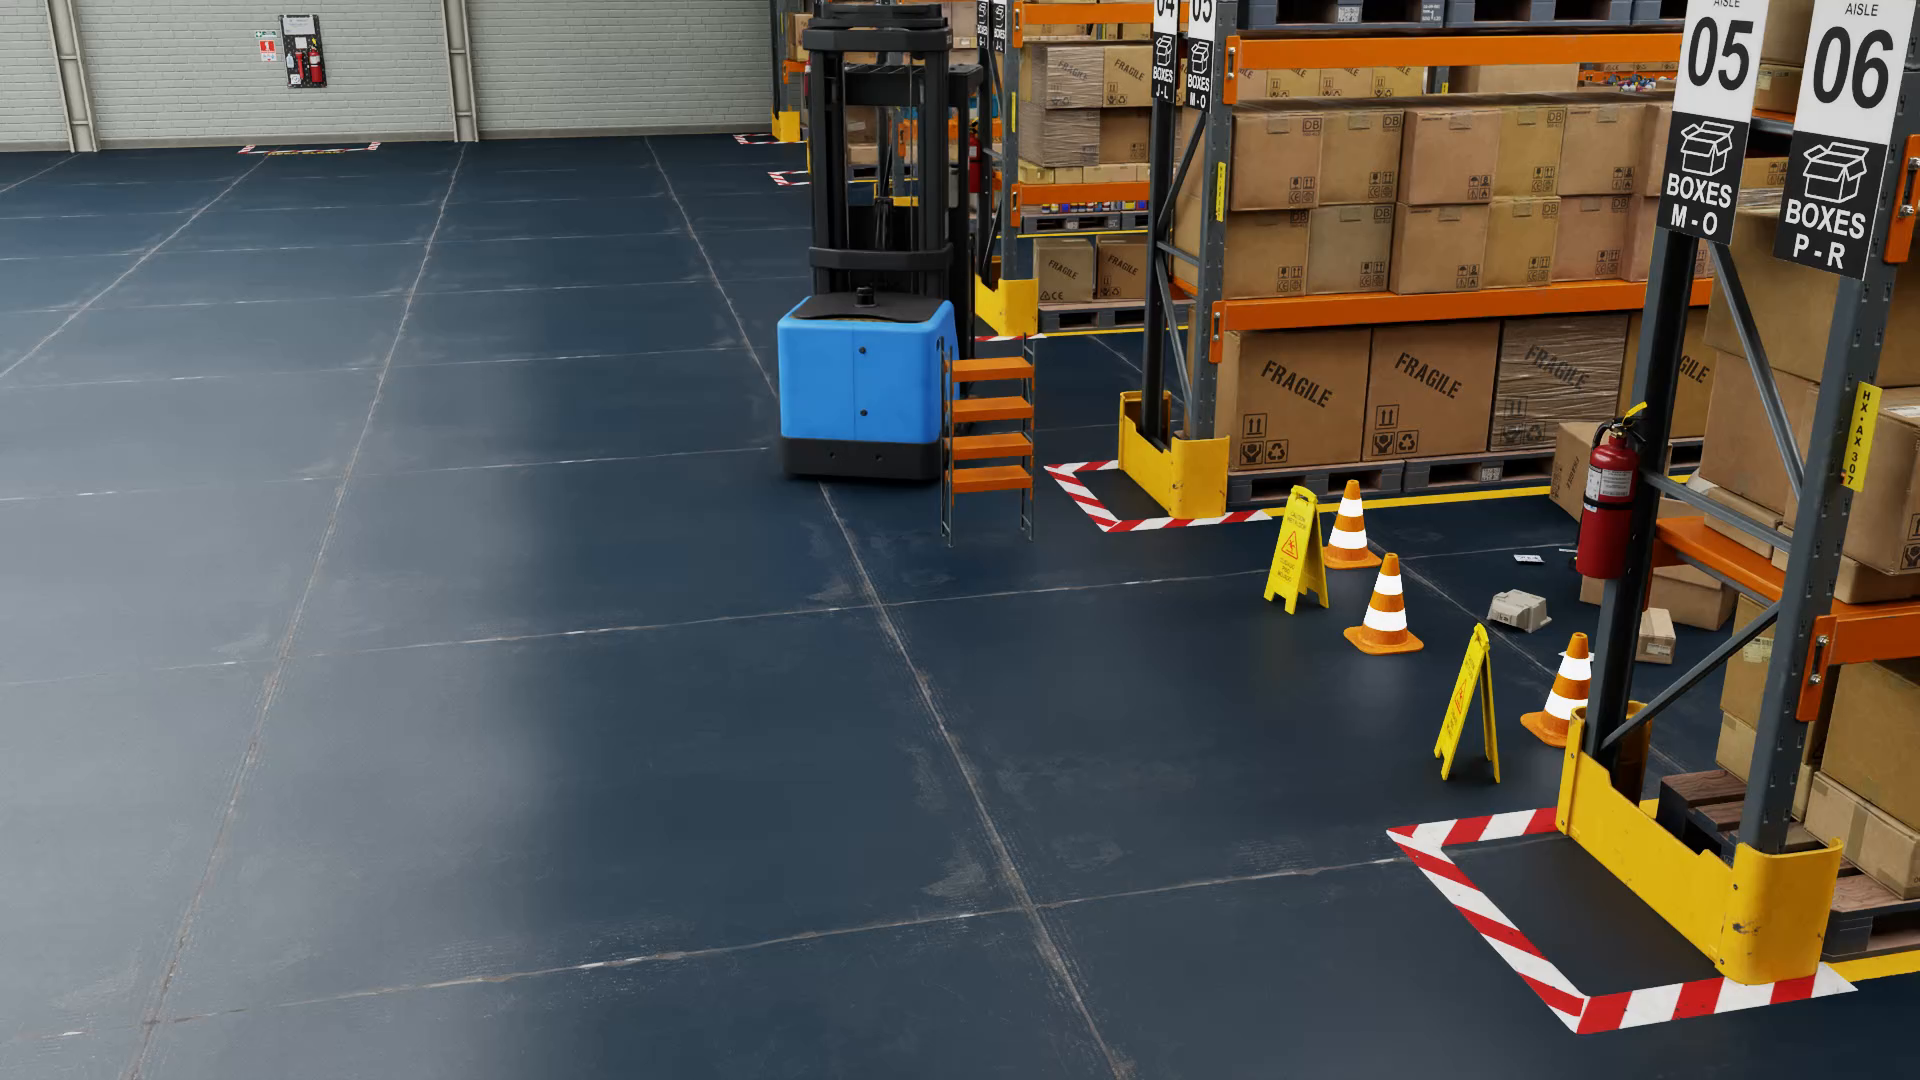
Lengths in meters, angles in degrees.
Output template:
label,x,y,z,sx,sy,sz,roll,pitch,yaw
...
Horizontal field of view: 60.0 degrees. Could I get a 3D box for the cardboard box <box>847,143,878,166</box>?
label,x,y,z,sx,sy,sz,roll,pitch,yaw
cardboard box,-1.375,-5.596,24.117,0.500,0.250,0.500,-5,21,-12

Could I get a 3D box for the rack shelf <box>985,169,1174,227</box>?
label,x,y,z,sx,sy,sz,roll,pitch,yaw
rack shelf,2.274,-3.226,15.307,4.000,0.370,1.077,-5,21,-12

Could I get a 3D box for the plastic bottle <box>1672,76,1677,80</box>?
label,x,y,z,sx,sy,sz,roll,pitch,yaw
plastic bottle,9.427,-5.973,21.939,0.135,0.276,0.152,-5,21,-12

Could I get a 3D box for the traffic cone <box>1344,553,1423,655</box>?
label,x,y,z,sx,sy,sz,roll,pitch,yaw
traffic cone,2.144,0.292,8.344,0.334,0.463,0.336,-5,21,-12

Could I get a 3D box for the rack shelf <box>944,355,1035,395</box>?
label,x,y,z,sx,sy,sz,roll,pitch,yaw
rack shelf,0.161,-0.945,9.509,0.480,0.148,0.258,-5,21,-12

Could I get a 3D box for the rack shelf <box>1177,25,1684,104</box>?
label,x,y,z,sx,sy,sz,roll,pitch,yaw
rack shelf,3.317,-2.966,10.237,4.000,0.370,1.077,-5,21,-12

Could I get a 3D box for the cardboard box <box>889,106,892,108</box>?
label,x,y,z,sx,sy,sz,roll,pitch,yaw
cardboard box,-1.117,-7.524,28.987,0.500,0.500,0.700,-6,21,-16

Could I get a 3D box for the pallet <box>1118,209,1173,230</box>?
label,x,y,z,sx,sy,sz,roll,pitch,yaw
pallet,2.418,-4.032,20.514,1.213,0.211,1.003,-5,21,-12

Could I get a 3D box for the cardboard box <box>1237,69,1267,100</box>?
label,x,y,z,sx,sy,sz,roll,pitch,yaw
cardboard box,2.386,-4.133,14.705,0.500,0.500,0.500,-5,21,-12

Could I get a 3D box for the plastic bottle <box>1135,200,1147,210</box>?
label,x,y,z,sx,sy,sz,roll,pitch,yaw
plastic bottle,2.185,-4.122,20.016,0.133,0.283,0.061,-3,20,-9

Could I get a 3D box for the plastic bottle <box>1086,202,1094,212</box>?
label,x,y,z,sx,sy,sz,roll,pitch,yaw
plastic bottle,1.552,-4.038,19.907,0.097,0.201,0.097,0,20,0

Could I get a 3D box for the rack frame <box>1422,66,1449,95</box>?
label,x,y,z,sx,sy,sz,roll,pitch,yaw
rack frame,4.221,-3.722,15.615,0.127,3.000,1.000,-5,21,-12

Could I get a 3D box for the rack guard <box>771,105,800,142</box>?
label,x,y,z,sx,sy,sz,roll,pitch,yaw
rack guard,-3.018,-7.212,28.776,0.348,0.500,1.175,-5,21,-12

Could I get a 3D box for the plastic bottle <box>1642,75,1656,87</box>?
label,x,y,z,sx,sy,sz,roll,pitch,yaw
plastic bottle,8.809,-5.761,21.253,0.185,0.351,0.144,-5,21,-12

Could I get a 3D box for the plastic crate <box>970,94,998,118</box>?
label,x,y,z,sx,sy,sz,roll,pitch,yaw
plastic crate,0.240,-5.183,19.819,0.408,0.251,0.499,-5,21,-12

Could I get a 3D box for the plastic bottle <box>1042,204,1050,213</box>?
label,x,y,z,sx,sy,sz,roll,pitch,yaw
plastic bottle,1.024,-4.028,19.778,0.097,0.271,0.097,0,20,0

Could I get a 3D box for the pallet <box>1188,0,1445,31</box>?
label,x,y,z,sx,sy,sz,roll,pitch,yaw
pallet,2.090,-3.167,9.866,1.213,0.211,1.003,-5,21,-12

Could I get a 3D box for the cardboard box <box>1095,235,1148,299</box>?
label,x,y,z,sx,sy,sz,roll,pitch,yaw
cardboard box,1.513,-2.532,15.389,0.500,0.500,0.500,1,20,2

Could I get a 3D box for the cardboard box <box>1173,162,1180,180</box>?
label,x,y,z,sx,sy,sz,roll,pitch,yaw
cardboard box,1.875,-3.332,14.914,0.250,0.149,0.380,-5,21,-12

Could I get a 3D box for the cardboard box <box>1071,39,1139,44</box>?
label,x,y,z,sx,sy,sz,roll,pitch,yaw
cardboard box,1.292,-4.230,14.969,0.500,0.500,0.500,-5,21,-12

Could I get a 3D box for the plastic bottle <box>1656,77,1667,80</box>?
label,x,y,z,sx,sy,sz,roll,pitch,yaw
plastic bottle,9.201,-5.954,21.889,0.135,0.276,0.152,-5,21,-12

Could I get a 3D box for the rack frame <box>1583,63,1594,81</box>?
label,x,y,z,sx,sy,sz,roll,pitch,yaw
rack frame,9.730,-7.672,26.397,0.127,3.000,1.000,-5,21,-12

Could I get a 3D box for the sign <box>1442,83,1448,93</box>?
label,x,y,z,sx,sy,sz,roll,pitch,yaw
sign,4.353,-3.948,14.972,0.005,0.325,0.100,-5,21,-12

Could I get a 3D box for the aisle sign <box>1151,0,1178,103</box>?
label,x,y,z,sx,sy,sz,roll,pitch,yaw
aisle sign,1.233,-3.053,10.008,0.004,0.787,0.394,-5,21,-12

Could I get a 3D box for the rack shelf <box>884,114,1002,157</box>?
label,x,y,z,sx,sy,sz,roll,pitch,yaw
rack shelf,1.135,-4.884,19.833,4.000,0.370,1.077,-5,21,-12

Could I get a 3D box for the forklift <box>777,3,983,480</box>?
label,x,y,z,sx,sy,sz,roll,pitch,yaw
forklift,-0.439,-2.231,11.643,1.130,2.935,3.031,3,20,8

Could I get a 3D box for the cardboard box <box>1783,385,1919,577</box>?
label,x,y,z,sx,sy,sz,roll,pitch,yaw
cardboard box,3.133,-0.220,5.476,0.500,0.500,0.500,-5,21,-13

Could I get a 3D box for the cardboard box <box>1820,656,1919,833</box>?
label,x,y,z,sx,sy,sz,roll,pitch,yaw
cardboard box,3.480,0.680,5.894,0.500,0.500,0.500,-5,21,-14

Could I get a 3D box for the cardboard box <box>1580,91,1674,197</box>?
label,x,y,z,sx,sy,sz,roll,pitch,yaw
cardboard box,4.388,-2.531,10.576,0.550,0.550,0.875,-5,21,-12

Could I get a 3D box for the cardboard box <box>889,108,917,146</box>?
label,x,y,z,sx,sy,sz,roll,pitch,yaw
cardboard box,-0.889,-5.988,24.098,0.500,0.500,0.500,-5,21,-12

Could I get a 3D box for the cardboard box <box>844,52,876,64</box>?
label,x,y,z,sx,sy,sz,roll,pitch,yaw
cardboard box,-1.491,-6.802,23.876,0.500,0.500,0.700,-5,21,-12

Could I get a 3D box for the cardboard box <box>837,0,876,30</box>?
label,x,y,z,sx,sy,sz,roll,pitch,yaw
cardboard box,-1.439,-7.415,23.664,0.500,0.500,0.700,-5,21,-12

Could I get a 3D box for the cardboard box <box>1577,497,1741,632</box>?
label,x,y,z,sx,sy,sz,roll,pitch,yaw
cardboard box,3.735,0.097,8.818,0.797,0.503,0.637,14,25,34

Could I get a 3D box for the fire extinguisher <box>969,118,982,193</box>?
label,x,y,z,sx,sy,sz,roll,pitch,yaw
fire extinguisher,0.111,-3.515,15.161,0.183,0.674,0.296,-5,21,-12

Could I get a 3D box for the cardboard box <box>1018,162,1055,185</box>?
label,x,y,z,sx,sy,sz,roll,pitch,yaw
cardboard box,0.660,-3.231,14.638,0.250,0.149,0.380,-5,21,-12

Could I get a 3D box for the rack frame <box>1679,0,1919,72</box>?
label,x,y,z,sx,sy,sz,roll,pitch,yaw
rack frame,2.608,-2.906,4.664,0.127,3.000,1.000,-5,21,-12

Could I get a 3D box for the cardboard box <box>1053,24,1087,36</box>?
label,x,y,z,sx,sy,sz,roll,pitch,yaw
cardboard box,1.514,-7.657,24.326,0.500,0.500,0.700,-5,21,-12

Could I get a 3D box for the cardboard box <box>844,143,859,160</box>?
label,x,y,z,sx,sy,sz,roll,pitch,yaw
cardboard box,-1.494,-5.769,24.591,0.500,0.250,0.500,-5,21,-12

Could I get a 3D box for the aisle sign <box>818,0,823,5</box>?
label,x,y,z,sx,sy,sz,roll,pitch,yaw
aisle sign,-1.941,-7.835,23.063,0.004,0.787,0.394,-5,21,-12

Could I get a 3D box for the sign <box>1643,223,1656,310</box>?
label,x,y,z,sx,sy,sz,roll,pitch,yaw
sign,2.500,-0.968,5.953,0.005,0.325,0.100,-5,21,-12

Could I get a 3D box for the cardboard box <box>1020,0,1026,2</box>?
label,x,y,z,sx,sy,sz,roll,pitch,yaw
cardboard box,0.739,-4.867,14.597,0.500,0.250,0.500,-4,21,-11

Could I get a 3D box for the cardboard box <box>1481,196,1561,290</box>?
label,x,y,z,sx,sy,sz,roll,pitch,yaw
cardboard box,3.332,-1.961,10.590,0.500,0.550,0.875,-5,21,-12

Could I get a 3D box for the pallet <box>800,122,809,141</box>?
label,x,y,z,sx,sy,sz,roll,pitch,yaw
pallet,-2.219,-7.129,28.969,1.213,0.211,1.003,-5,21,-12

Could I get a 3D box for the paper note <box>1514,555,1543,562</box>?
label,x,y,z,sx,sy,sz,roll,pitch,yaw
paper note,3.247,0.105,9.486,0.142,0.017,0.144,2,20,6

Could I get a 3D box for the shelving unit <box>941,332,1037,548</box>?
label,x,y,z,sx,sy,sz,roll,pitch,yaw
shelving unit,0.161,-0.576,9.644,0.503,1.200,0.258,-5,21,-12

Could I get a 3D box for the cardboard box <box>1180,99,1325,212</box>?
label,x,y,z,sx,sy,sz,roll,pitch,yaw
cardboard box,1.741,-2.331,10.030,0.550,0.550,0.875,-5,21,-12

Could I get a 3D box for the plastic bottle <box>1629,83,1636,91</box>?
label,x,y,z,sx,sy,sz,roll,pitch,yaw
plastic bottle,8.488,-5.636,21.026,0.097,0.271,0.097,0,20,0
